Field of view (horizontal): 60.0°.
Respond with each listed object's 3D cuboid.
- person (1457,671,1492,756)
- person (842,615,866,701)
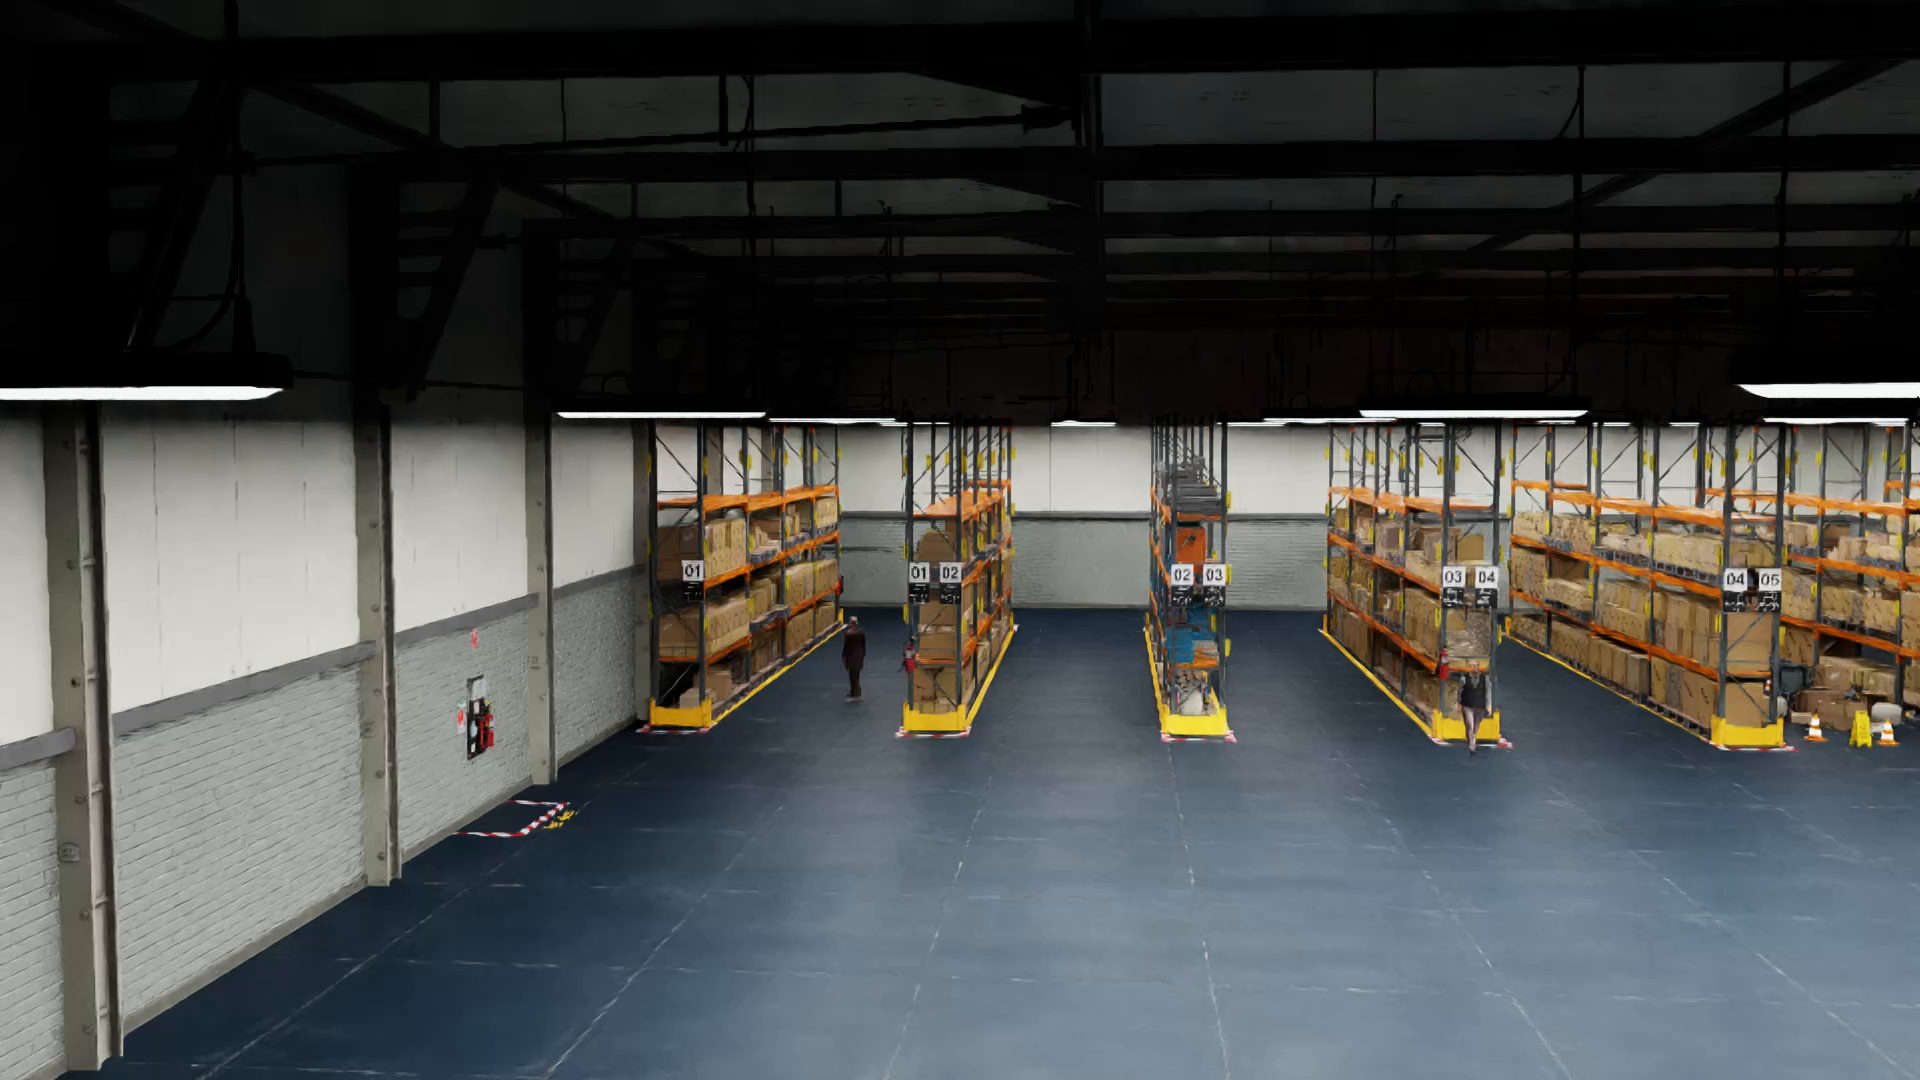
[{"bbox_3d":[9.046,3.016,29.211,0.553,1.487,1.030,0,4,4],"label":"person"},{"bbox_3d":[-2.261,2.465,34.945,0.637,1.775,0.676,2,5,33],"label":"person"}]
